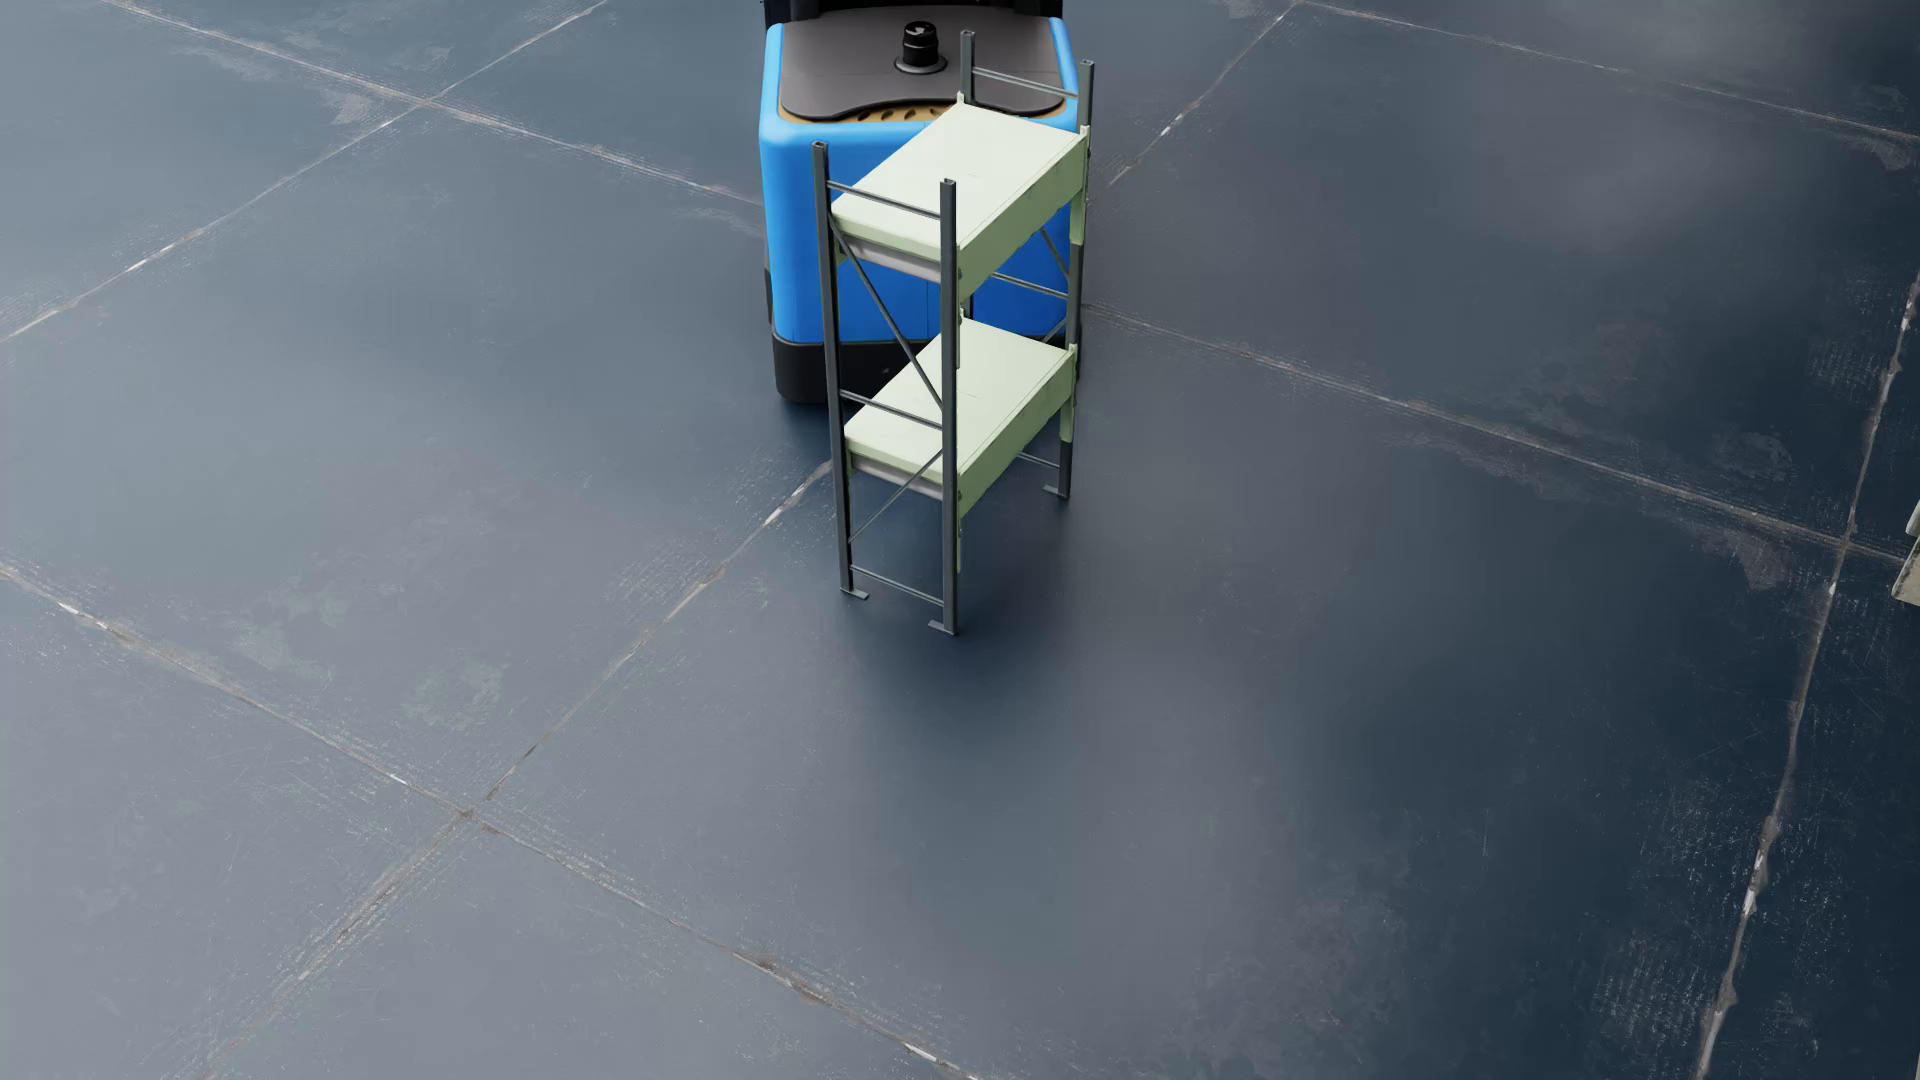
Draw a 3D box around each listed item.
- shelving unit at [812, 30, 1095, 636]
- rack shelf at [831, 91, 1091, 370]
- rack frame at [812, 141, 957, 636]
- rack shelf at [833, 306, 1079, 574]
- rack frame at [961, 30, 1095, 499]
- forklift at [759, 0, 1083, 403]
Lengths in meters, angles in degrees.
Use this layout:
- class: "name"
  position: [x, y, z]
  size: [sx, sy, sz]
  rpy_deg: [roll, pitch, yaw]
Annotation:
- class: "shelving unit"
  position: [-0.003, -0.559, 4.750]
  size: [0.431, 1.500, 0.755]
  rpy_deg: [21, 45, 22]
- class: "rack shelf"
  position: [-0.003, -0.852, 4.492]
  size: [0.431, 0.370, 0.720]
  rpy_deg: [21, 45, 22]
- class: "rack frame"
  position: [-0.186, -0.350, 4.512]
  size: [0.400, 1.500, 0.023]
  rpy_deg: [21, 45, 22]
- class: "rack shelf"
  position: [-0.003, -0.314, 4.965]
  size: [0.431, 0.370, 0.720]
  rpy_deg: [21, 45, 22]
- class: "rack frame"
  position: [0.180, -0.768, 4.988]
  size: [0.400, 1.500, 0.023]
  rpy_deg: [21, 45, 22]
- class: "forklift"
  position: [-0.183, -2.525, 5.900]
  size: [1.130, 2.935, 3.031]
  rpy_deg: [-2, 41, -2]
